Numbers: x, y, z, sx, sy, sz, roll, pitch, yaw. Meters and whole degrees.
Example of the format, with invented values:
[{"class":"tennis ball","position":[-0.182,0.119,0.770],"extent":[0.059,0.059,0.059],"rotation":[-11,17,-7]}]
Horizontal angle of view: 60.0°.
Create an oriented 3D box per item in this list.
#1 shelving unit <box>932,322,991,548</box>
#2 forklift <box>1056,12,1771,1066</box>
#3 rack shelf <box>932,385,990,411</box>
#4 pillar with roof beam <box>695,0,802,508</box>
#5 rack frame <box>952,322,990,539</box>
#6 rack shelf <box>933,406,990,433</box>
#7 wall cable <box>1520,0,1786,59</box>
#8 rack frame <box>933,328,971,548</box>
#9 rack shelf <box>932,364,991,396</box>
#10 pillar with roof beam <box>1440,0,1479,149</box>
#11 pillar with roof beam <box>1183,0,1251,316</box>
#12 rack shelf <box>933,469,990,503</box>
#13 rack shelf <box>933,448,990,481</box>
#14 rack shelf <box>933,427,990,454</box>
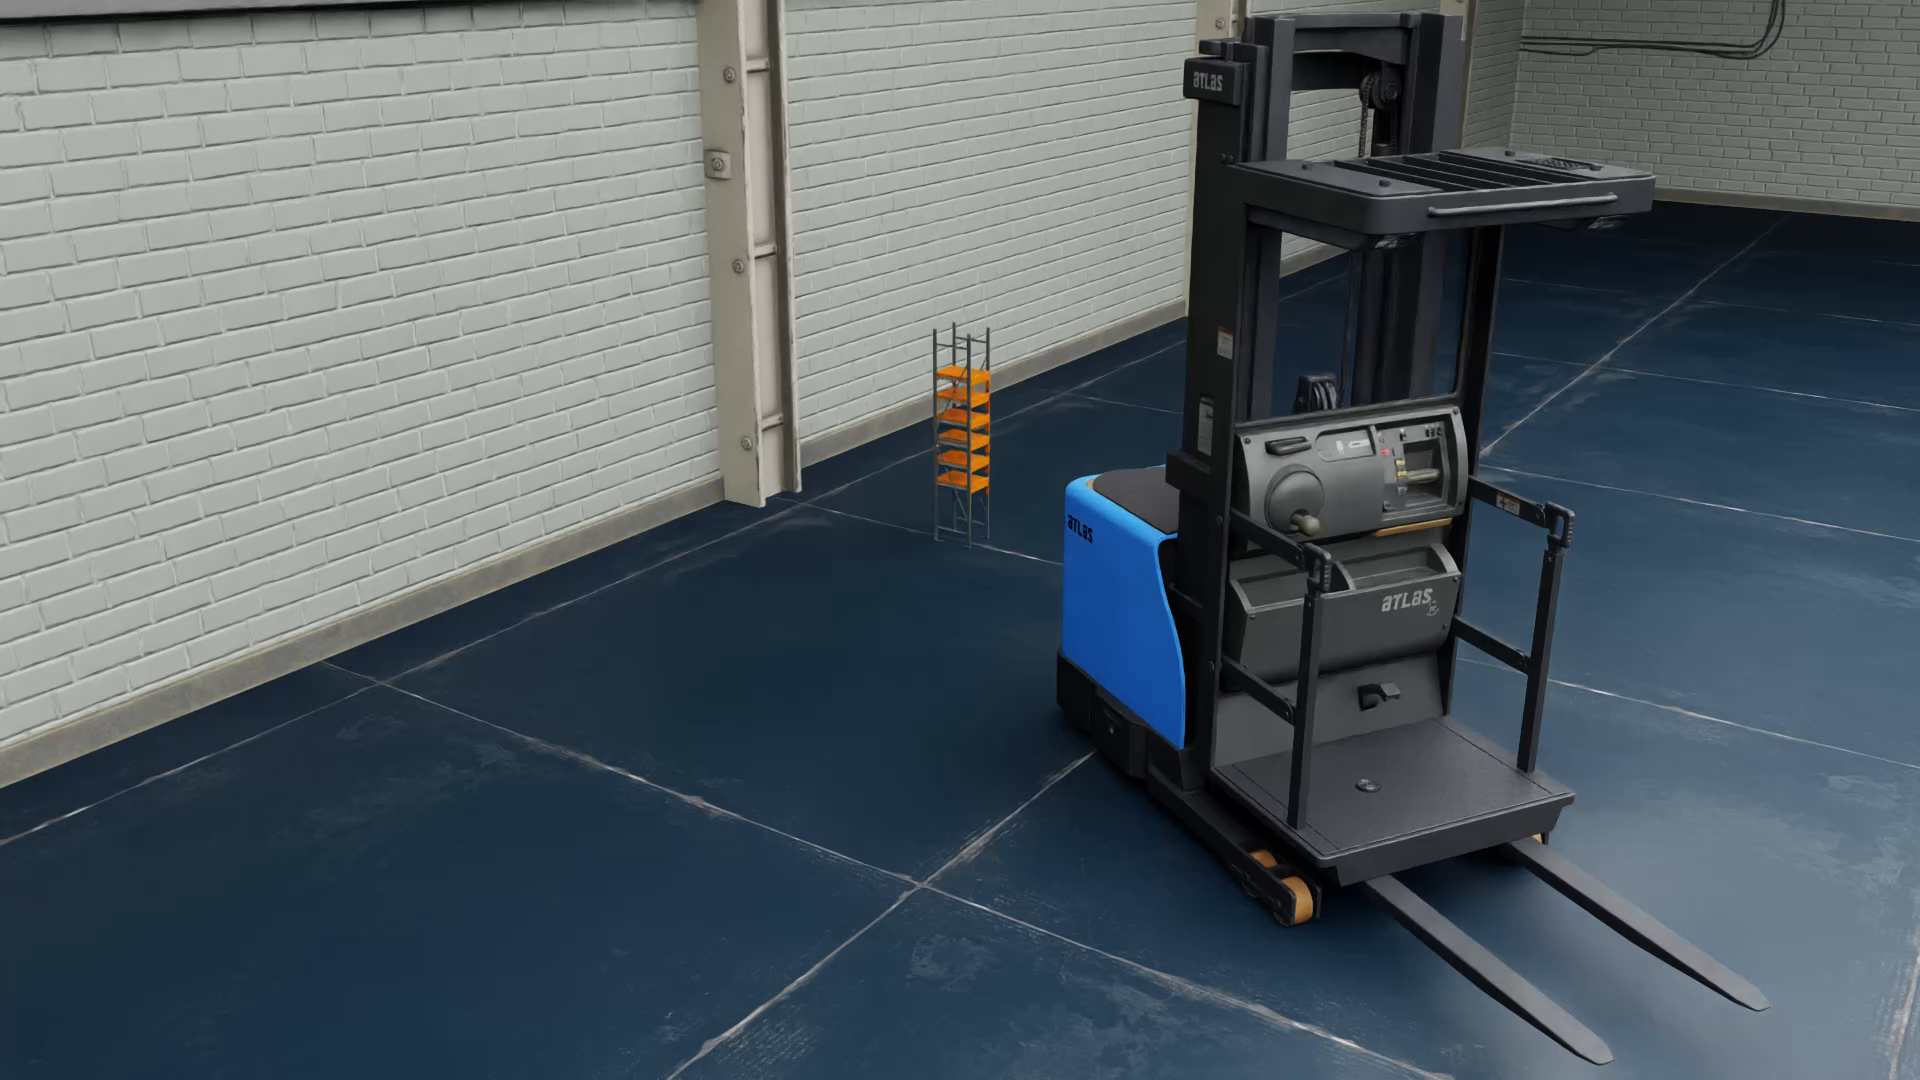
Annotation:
[{"class":"shelving unit","position":[0.008,-0.567,9.068],"extent":[0.258,1.200,0.189],"rotation":[13,24,32]},{"class":"forklift","position":[1.477,-0.224,5.646],"extent":[1.130,2.935,3.031],"rotation":[-9,22,-22]},{"class":"rack shelf","position":[0.008,-0.750,9.000],"extent":[0.258,0.103,0.180],"rotation":[13,24,32]},{"class":"pillar with roof beam","position":[2.367,-3.657,6.180],"extent":[9.100,9.000,0.400],"rotation":[13,24,32]},{"class":"rack frame","position":[0.060,-0.593,9.139],"extent":[0.240,1.200,0.006],"rotation":[13,24,32]},{"class":"rack shelf","position":[0.008,-0.638,9.042],"extent":[0.258,0.103,0.180],"rotation":[13,24,32]},{"class":"wall cable","position":[8.302,-7.071,19.884],"extent":[3.097,2.526,0.112],"rotation":[13,24,32]},{"class":"rack frame","position":[-0.043,-0.541,8.997],"extent":[0.240,1.200,0.006],"rotation":[13,24,32]},{"class":"rack shelf","position":[0.008,-0.863,8.959],"extent":[0.258,0.103,0.180],"rotation":[13,24,32]},{"class":"pillar with roof beam","position":[9.113,-7.100,15.488],"extent":[9.100,9.000,0.400],"rotation":[13,24,32]},{"class":"pillar with roof beam","position":[5.740,-5.378,10.834],"extent":[9.100,9.000,0.400],"rotation":[13,24,32]},{"class":"rack shelf","position":[0.008,-0.300,9.167],"extent":[0.258,0.103,0.180],"rotation":[13,24,32]},{"class":"rack shelf","position":[0.008,-0.413,9.125],"extent":[0.258,0.103,0.180],"rotation":[13,24,32]},{"class":"rack shelf","position":[0.008,-0.525,9.083],"extent":[0.258,0.103,0.180],"rotation":[13,24,32]}]
